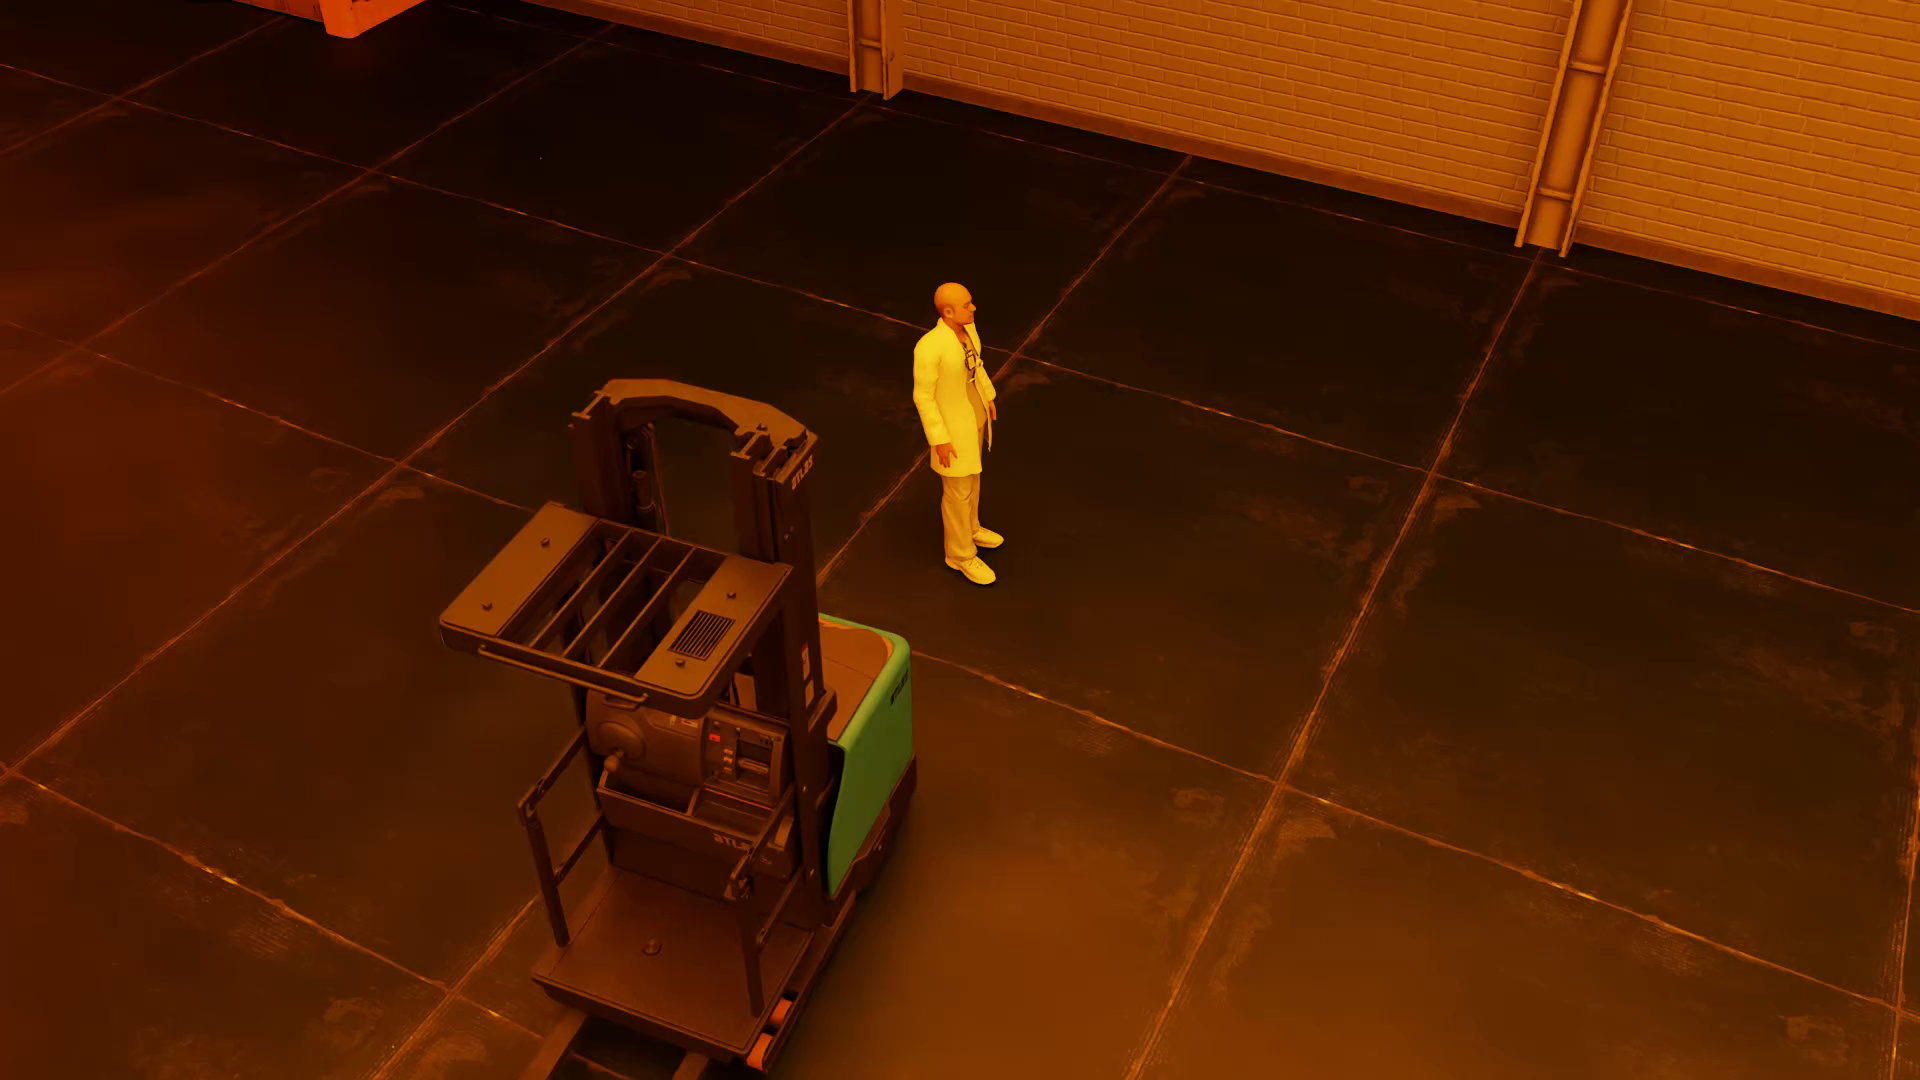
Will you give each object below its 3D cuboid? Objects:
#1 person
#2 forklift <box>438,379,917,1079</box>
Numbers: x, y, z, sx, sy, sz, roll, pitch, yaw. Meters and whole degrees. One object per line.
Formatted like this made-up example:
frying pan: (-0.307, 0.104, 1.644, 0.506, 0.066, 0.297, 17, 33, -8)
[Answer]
person: (0.078, -0.656, 9.649, 0.581, 1.776, 0.696, 18, 43, 21)
forklift: (-1.242, 0.937, 6.874, 1.130, 2.935, 3.031, 14, 42, 16)
